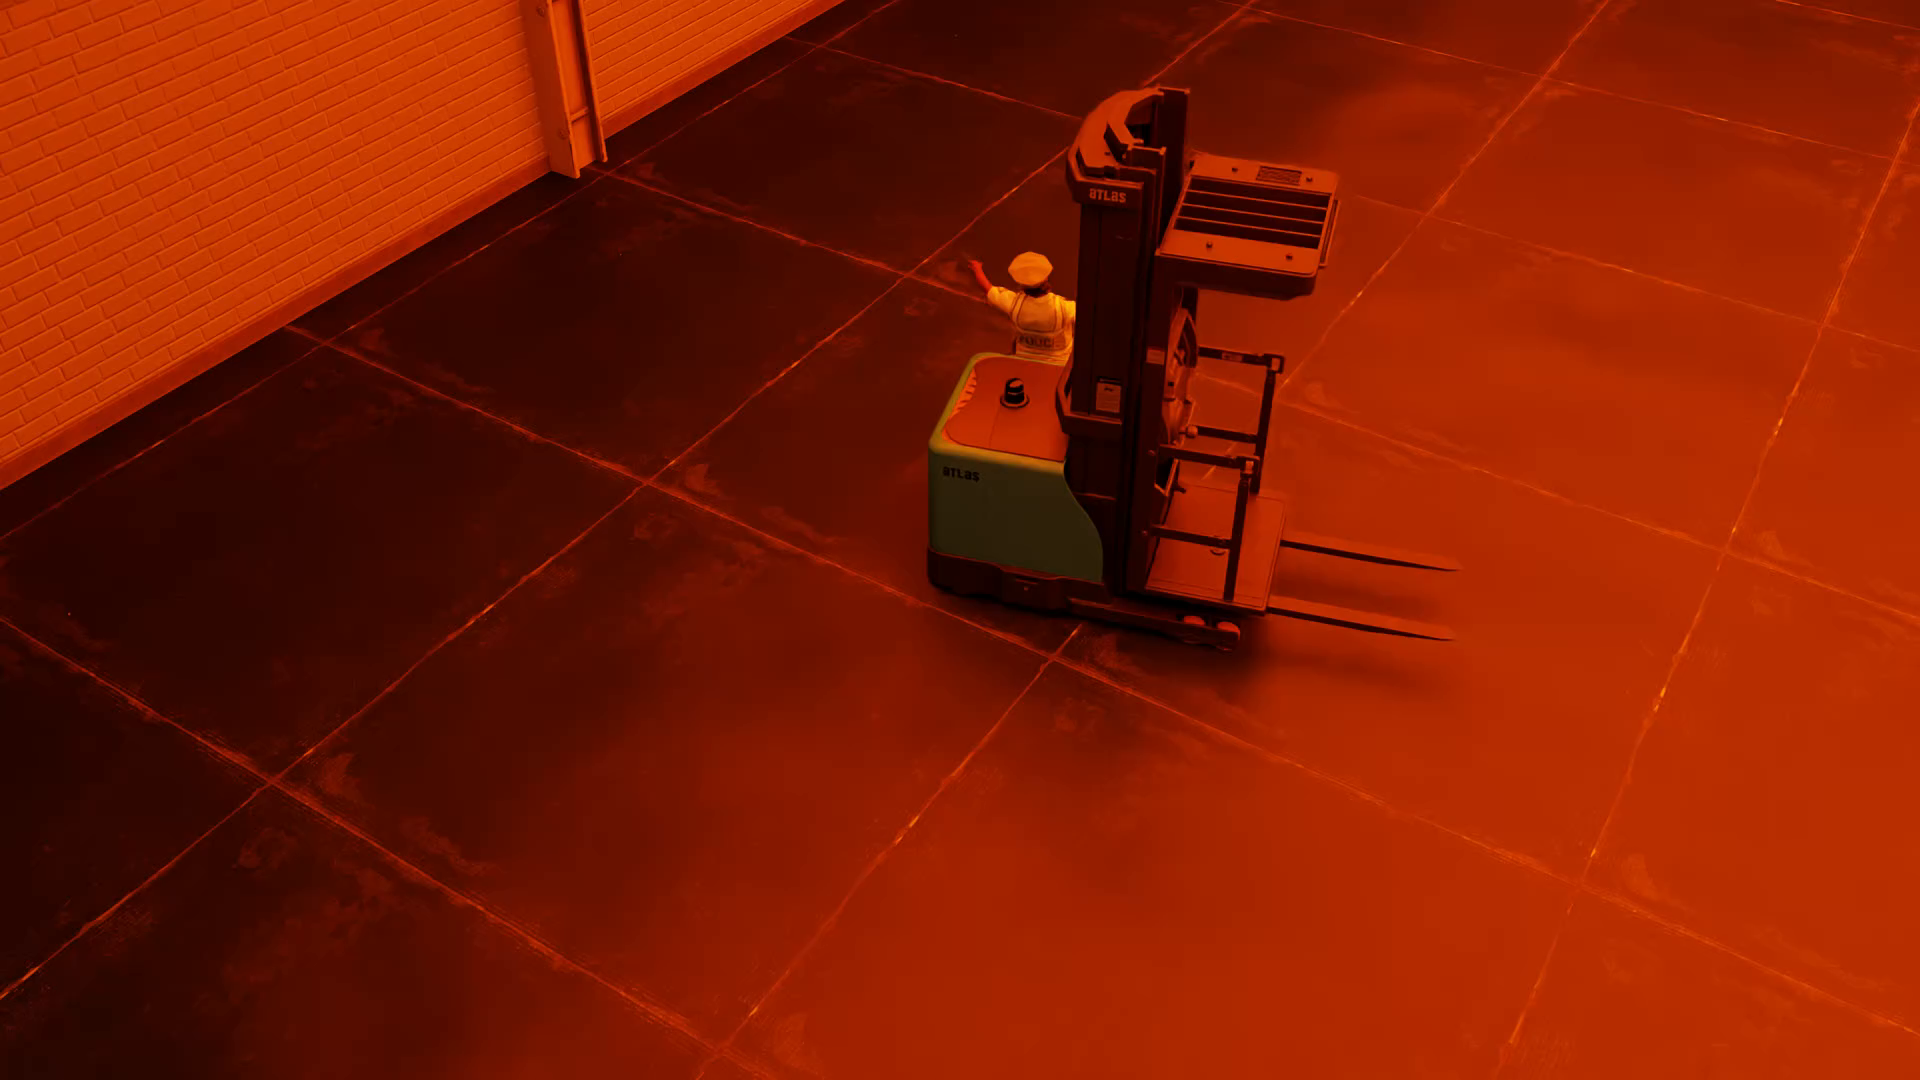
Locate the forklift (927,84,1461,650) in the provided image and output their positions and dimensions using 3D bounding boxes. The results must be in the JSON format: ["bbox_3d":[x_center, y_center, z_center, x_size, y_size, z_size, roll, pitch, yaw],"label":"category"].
[{"bbox_3d":[1.381,-0.873,8.997,3.031,2.935,1.130,11,41,12],"label":"forklift"}]

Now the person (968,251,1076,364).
[{"bbox_3d":[0.478,-1.190,10.532,1.016,1.596,0.751,11,41,12],"label":"person"}]
